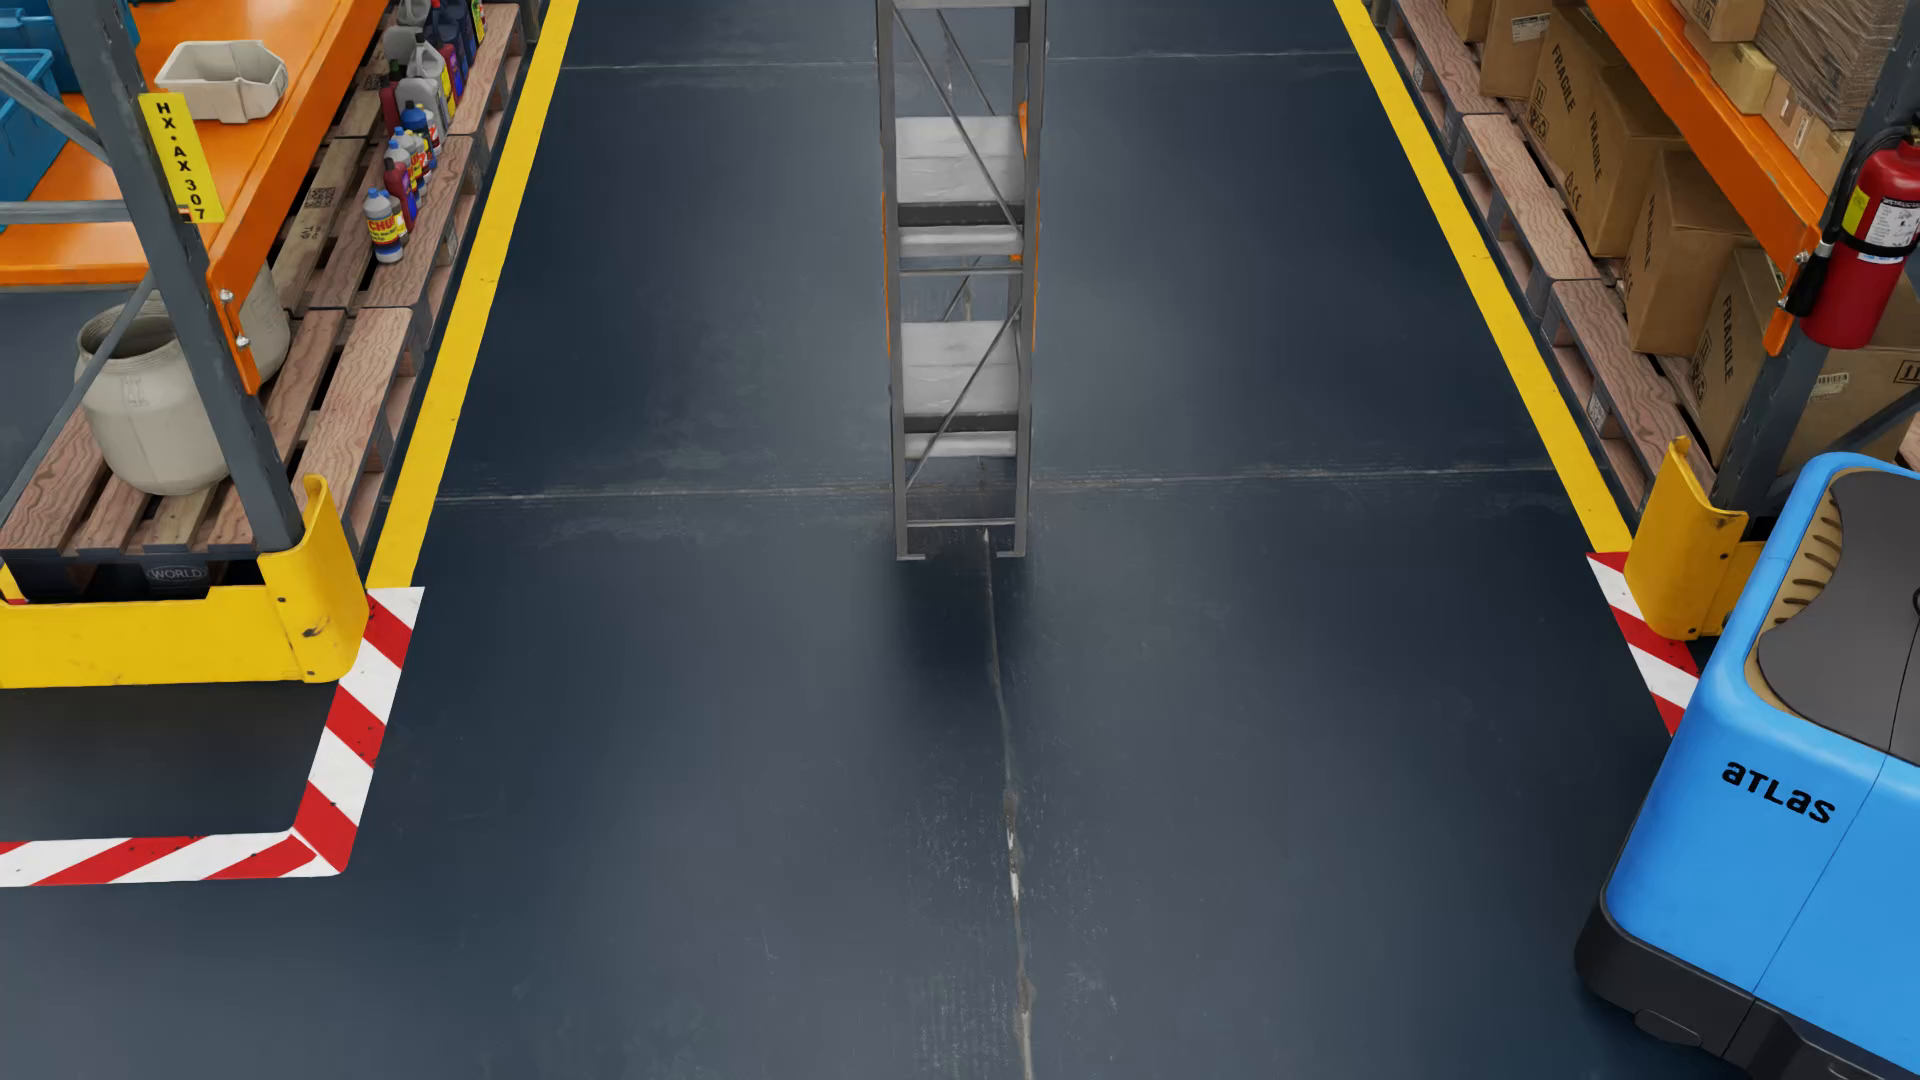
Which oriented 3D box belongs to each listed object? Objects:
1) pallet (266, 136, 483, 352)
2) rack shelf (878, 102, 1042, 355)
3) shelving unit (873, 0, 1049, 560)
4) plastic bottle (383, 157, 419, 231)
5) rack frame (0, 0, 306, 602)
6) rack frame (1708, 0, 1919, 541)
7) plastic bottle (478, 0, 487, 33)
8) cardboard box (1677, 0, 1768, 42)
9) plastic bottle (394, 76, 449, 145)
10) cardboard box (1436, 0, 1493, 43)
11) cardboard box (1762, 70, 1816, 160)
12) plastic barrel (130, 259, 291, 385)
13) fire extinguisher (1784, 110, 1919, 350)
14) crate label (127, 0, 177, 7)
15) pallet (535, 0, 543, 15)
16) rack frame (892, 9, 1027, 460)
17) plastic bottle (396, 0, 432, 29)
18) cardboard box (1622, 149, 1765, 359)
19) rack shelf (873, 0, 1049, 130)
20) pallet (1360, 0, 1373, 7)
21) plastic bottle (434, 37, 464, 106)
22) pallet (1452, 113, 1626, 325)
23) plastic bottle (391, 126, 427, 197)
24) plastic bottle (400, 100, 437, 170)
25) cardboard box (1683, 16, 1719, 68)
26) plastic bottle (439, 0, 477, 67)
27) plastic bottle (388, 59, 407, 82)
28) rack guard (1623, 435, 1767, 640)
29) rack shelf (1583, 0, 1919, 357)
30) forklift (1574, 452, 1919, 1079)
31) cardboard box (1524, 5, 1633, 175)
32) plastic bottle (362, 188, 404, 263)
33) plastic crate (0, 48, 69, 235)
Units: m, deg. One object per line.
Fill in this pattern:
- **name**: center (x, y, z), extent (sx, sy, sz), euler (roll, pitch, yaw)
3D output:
- **pallet**: center (-2.437, -1.139, 6.336), extent (1.003, 0.211, 1.213), euler (-2, 43, -2)
- **rack shelf**: center (-0.007, -0.876, 4.672), extent (0.431, 0.518, 0.480), euler (-2, 43, -2)
- **shelving unit**: center (-0.007, -0.886, 4.662), extent (0.431, 2.100, 0.503), euler (-2, 43, -2)
- **plastic bottle**: center (-2.066, -1.294, 6.126), extent (0.061, 0.283, 0.133), euler (-1, 43, -1)
- **rack frame**: center (-2.309, -0.747, 3.845), extent (1.000, 3.000, 0.127), euler (-2, 43, -2)
- **rack frame**: center (2.640, -0.889, 4.000), extent (1.000, 3.000, 0.127), euler (-2, 43, -2)
- **plastic bottle**: center (-2.152, -2.342, 7.330), extent (0.097, 0.201, 0.097), euler (0, 43, 0)
- **cardboard box**: center (2.503, -1.741, 4.636), extent (0.875, 0.500, 0.500), euler (-2, 43, -2)
- **plastic bottle**: center (-2.139, -1.721, 6.598), extent (0.152, 0.276, 0.135), euler (-1, 43, -1)
- **cardboard box**: center (2.447, -2.551, 7.353), extent (0.500, 0.500, 0.500), euler (-3, 43, -3)
- **cardboard box**: center (2.411, -1.151, 4.472), extent (0.380, 0.149, 0.250), euler (-2, 43, -2)
- **plastic barrel**: center (-2.434, -0.765, 5.395), extent (0.421, 0.512, 0.421), euler (0, 43, 0)
- **fire extinguisher**: center (2.184, -0.770, 3.927), extent (0.296, 0.674, 0.183), euler (-2, 43, -2)
- **crate label**: center (-2.657, -1.994, 5.180), extent (0.502, 0.435, 0.616), euler (-2, 43, -2)
- **pallet**: center (-2.551, -2.948, 8.310), extent (1.003, 0.211, 1.213), euler (-2, 43, -2)
- **rack frame**: center (-0.017, -1.051, 4.842), extent (0.400, 2.100, 0.015), euler (-2, 43, -2)
- **plastic bottle**: center (-2.307, -2.202, 7.067), extent (0.144, 0.351, 0.185), euler (-2, 43, -2)
- **cardboard box**: center (2.570, -0.947, 5.602), extent (0.500, 0.500, 0.500), euler (9, 43, 9)
- **rack shelf**: center (-0.007, -1.392, 4.199), extent (0.431, 0.518, 0.480), euler (-2, 43, -2)
- **pallet**: center (2.435, -3.087, 8.461), extent (1.003, 0.211, 1.213), euler (-2, 43, -2)
- **plastic bottle**: center (-2.107, -1.943, 6.835), extent (0.061, 0.283, 0.133), euler (1, 43, 1)
- **pallet**: center (2.588, -1.283, 6.494), extent (1.003, 0.211, 1.213), euler (-2, 43, -2)
- **plastic bottle**: center (-2.093, -1.435, 6.289), extent (0.097, 0.271, 0.097), euler (0, 43, 0)
- **plastic bottle**: center (-2.102, -1.572, 6.438), extent (0.097, 0.271, 0.097), euler (0, 43, 0)
- **cardboard box**: center (2.354, -1.488, 4.839), extent (0.380, 0.149, 0.250), euler (-2, 43, -2)
- **plastic bottle**: center (-2.163, -2.206, 7.072), extent (0.144, 0.351, 0.185), euler (-3, 43, -3)
- **plastic bottle**: center (-2.243, -1.813, 6.693), extent (0.061, 0.283, 0.133), euler (-2, 43, -2)
- **rack guard**: center (2.636, -0.019, 4.900), extent (1.175, 0.500, 0.348), euler (-2, 43, -2)
- **rack shelf**: center (2.555, -1.974, 5.716), extent (1.077, 0.370, 4.000), euler (-2, 43, -2)
- **forklift**: center (2.989, 0.312, 2.741), extent (3.031, 2.935, 1.130), euler (25, 48, 25)
- **cardboard box**: center (2.584, -1.748, 6.476), extent (0.500, 0.500, 0.500), euler (-5, 43, -6)
- **plastic bottle**: center (-2.075, -1.136, 5.963), extent (0.097, 0.271, 0.097), euler (0, 43, 0)
- **plastic crate**: center (-2.629, -1.021, 4.254), extent (0.499, 0.251, 0.616), euler (-2, 43, -2)
